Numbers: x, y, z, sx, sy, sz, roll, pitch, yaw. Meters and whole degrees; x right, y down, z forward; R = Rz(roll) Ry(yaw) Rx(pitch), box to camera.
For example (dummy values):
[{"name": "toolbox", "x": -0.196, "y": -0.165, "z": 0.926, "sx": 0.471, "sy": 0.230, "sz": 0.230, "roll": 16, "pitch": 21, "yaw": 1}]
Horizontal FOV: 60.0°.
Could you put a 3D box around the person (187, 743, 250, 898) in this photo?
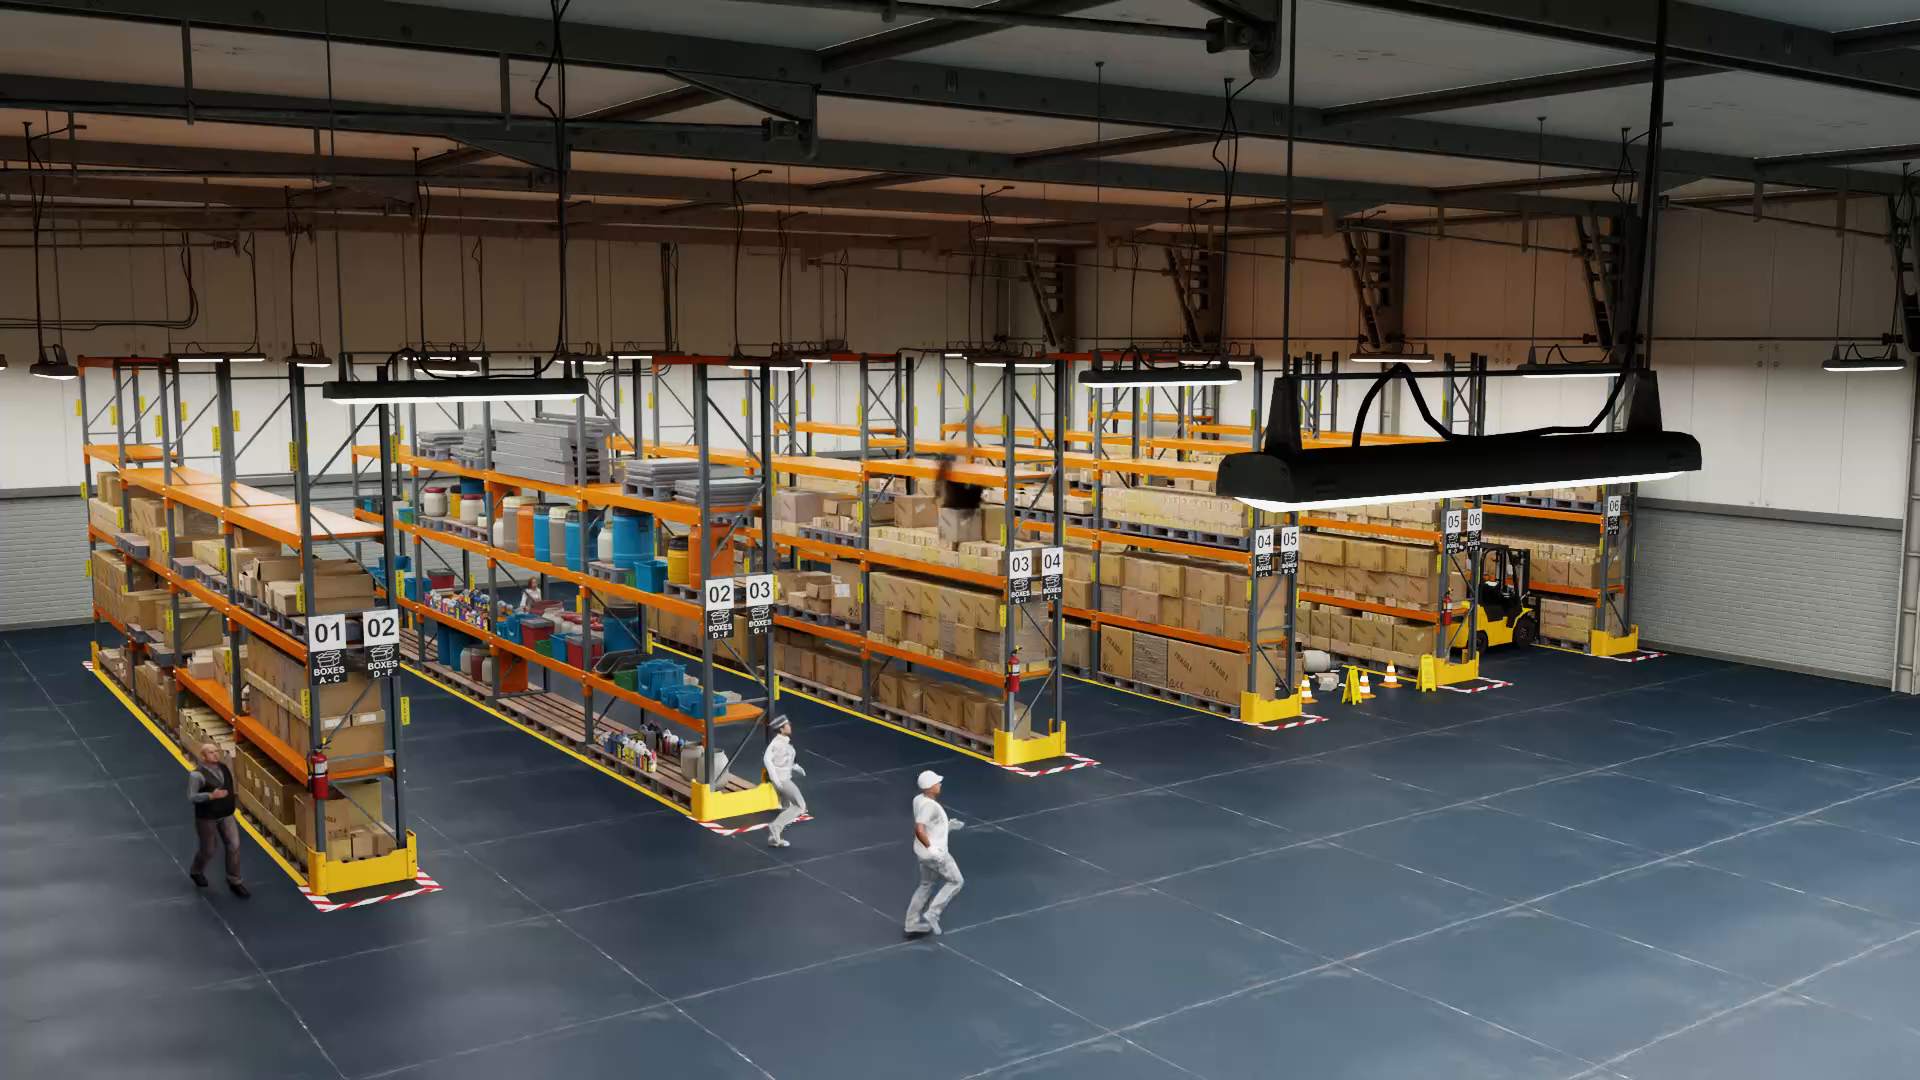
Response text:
[{"name": "person", "x": -8.459, "y": 3.170, "z": 18.896, "sx": 0.873, "sy": 1.735, "sz": 0.655, "roll": 5, "pitch": 8, "yaw": 33}]

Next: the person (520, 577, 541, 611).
[{"name": "person", "x": -8.560, "y": 1.516, "z": 33.409, "sx": 0.533, "sy": 1.549, "sz": 0.563, "roll": -6, "pitch": 9, "yaw": -41}]

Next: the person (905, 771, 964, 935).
[{"name": "person", "x": -0.256, "y": 3.314, "z": 17.652, "sx": 0.676, "sy": 1.760, "sz": 0.666, "roll": -3, "pitch": 7, "yaw": -20}]

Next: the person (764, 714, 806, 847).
[{"name": "person", "x": -2.190, "y": 2.998, "z": 20.836, "sx": 0.512, "sy": 1.627, "sz": 0.632, "roll": -1, "pitch": 7, "yaw": -5}]
